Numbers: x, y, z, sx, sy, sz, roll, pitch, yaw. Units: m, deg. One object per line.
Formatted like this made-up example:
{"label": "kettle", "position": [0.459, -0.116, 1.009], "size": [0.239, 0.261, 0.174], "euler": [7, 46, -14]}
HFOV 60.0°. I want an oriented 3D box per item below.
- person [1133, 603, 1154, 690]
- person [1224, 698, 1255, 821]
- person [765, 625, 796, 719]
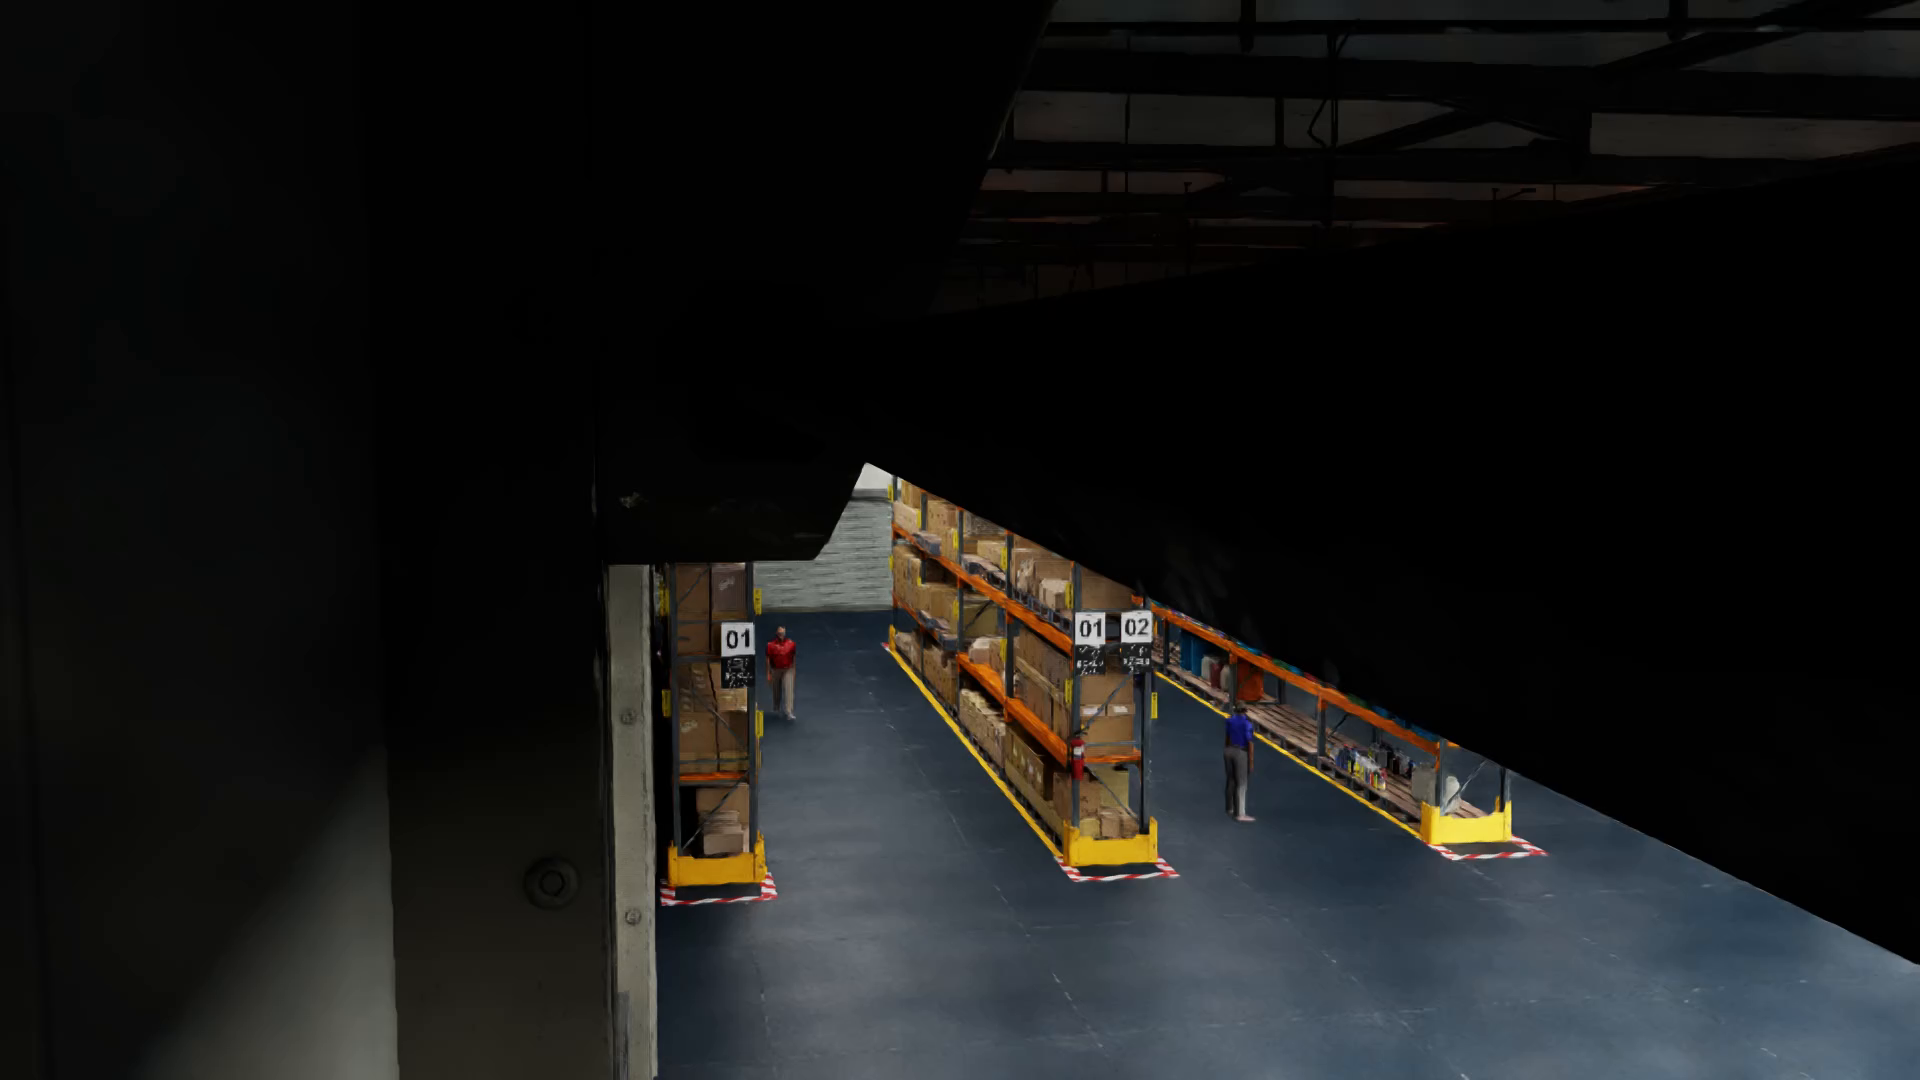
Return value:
{"label": "person", "position": [3.506, 2.034, 32.113], "size": [0.558, 1.641, 0.589], "euler": [2, 6, 16]}
{"label": "person", "position": [3.883, 3.009, 23.003], "size": [0.437, 1.667, 0.553], "euler": [-5, 8, -39]}
{"label": "person", "position": [-3.171, 2.318, 29.429], "size": [0.542, 1.645, 1.126], "euler": [-1, 6, -8]}
